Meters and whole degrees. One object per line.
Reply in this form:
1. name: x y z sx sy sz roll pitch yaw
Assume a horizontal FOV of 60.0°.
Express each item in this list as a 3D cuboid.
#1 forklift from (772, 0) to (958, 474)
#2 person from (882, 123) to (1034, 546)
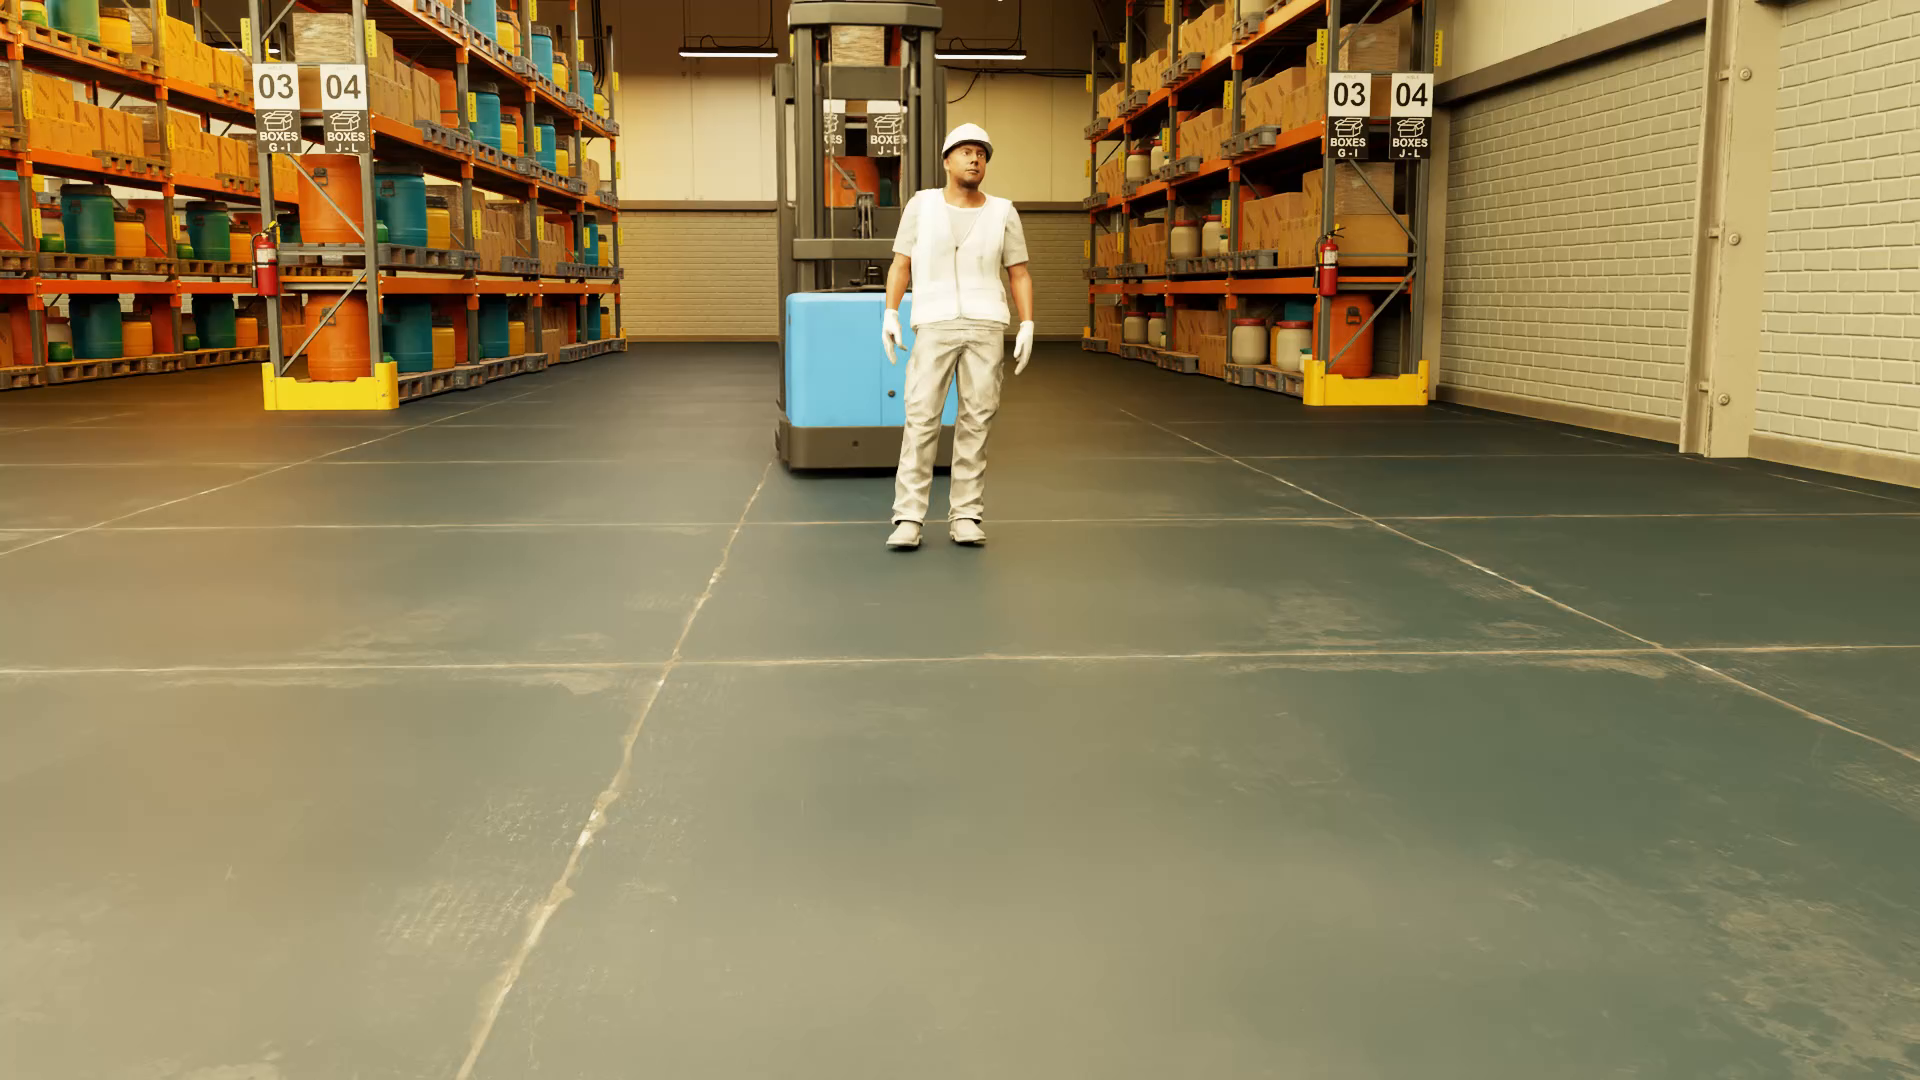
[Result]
1. forklift: -0.664 -2.020 10.937 1.130 2.935 3.031 -1 9 -8
2. person: -0.004 -0.879 7.106 0.657 1.785 0.575 -1 8 -4
